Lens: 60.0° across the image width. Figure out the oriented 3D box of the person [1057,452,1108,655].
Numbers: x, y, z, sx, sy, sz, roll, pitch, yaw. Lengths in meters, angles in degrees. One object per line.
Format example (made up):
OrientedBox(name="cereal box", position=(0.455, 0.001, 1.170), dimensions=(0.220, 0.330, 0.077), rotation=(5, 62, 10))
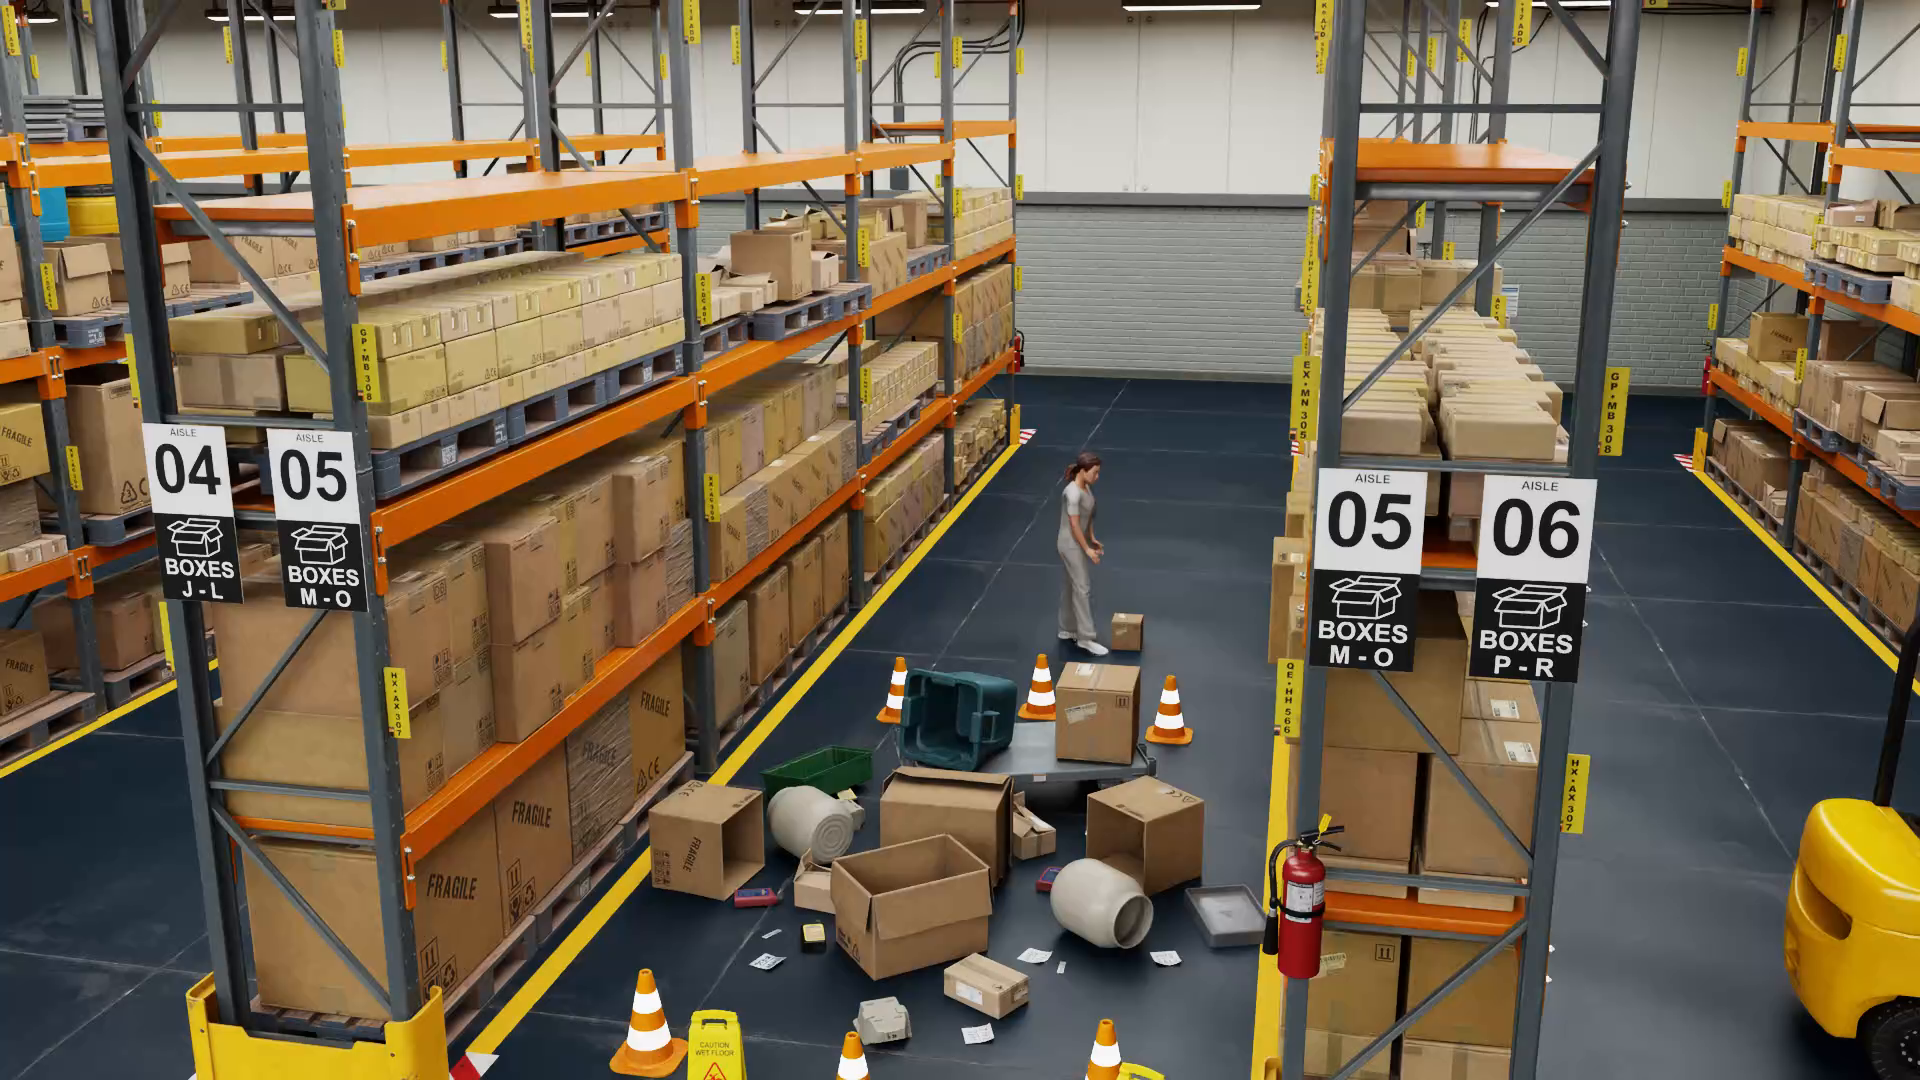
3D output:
OrientedBox(name="person", position=(1.071, 0.086, 14.142), dimensions=(0.522, 1.678, 0.500), rotation=(5, 15, 17))
